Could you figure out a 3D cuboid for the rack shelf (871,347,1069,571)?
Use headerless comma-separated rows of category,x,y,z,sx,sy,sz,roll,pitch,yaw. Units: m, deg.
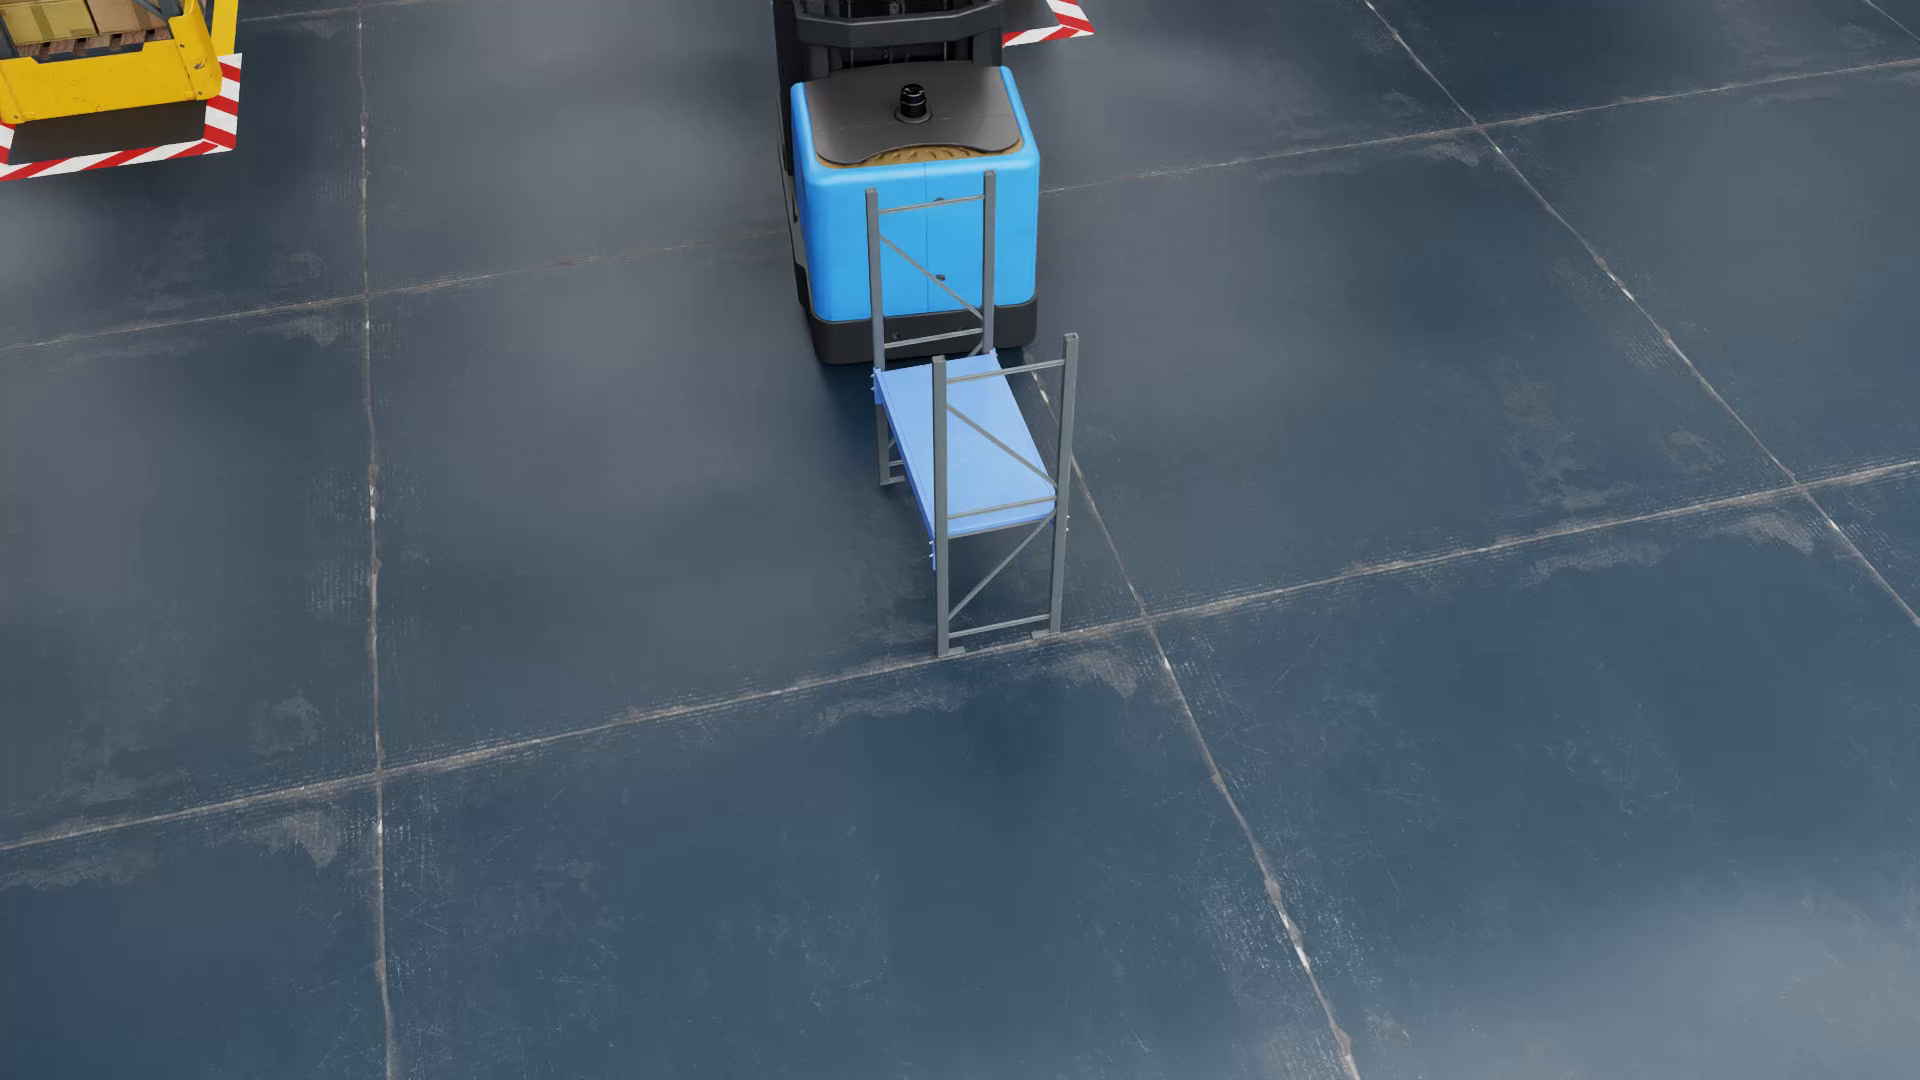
rack shelf,0.022,-0.340,6.536,0.538,0.185,1.000,-11,47,-10

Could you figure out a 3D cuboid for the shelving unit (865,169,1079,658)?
shelving unit,0.022,-0.466,6.407,0.538,1.500,1.048,-11,47,-10

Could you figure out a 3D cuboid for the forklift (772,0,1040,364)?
forklift,-0.376,-2.903,7.794,1.130,2.935,3.031,-6,46,-6

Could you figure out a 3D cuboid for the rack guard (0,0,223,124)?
rack guard,-4.824,-2.709,9.305,1.175,0.500,0.348,-11,47,-10

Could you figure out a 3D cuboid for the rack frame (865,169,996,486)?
rack frame,-0.108,-0.817,6.751,0.500,1.500,0.032,-11,47,-10

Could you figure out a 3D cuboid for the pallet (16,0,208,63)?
pallet,-5.066,-3.145,9.935,1.003,0.211,1.213,-11,47,-10

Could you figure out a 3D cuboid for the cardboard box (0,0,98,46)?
cardboard box,-5.253,-3.101,9.571,0.500,0.250,0.500,-11,47,-10

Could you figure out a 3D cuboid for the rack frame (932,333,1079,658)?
rack frame,0.152,-0.115,6.063,0.500,1.500,0.032,-11,47,-10

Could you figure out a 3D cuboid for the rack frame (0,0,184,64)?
rack frame,-4.830,-3.600,8.429,1.000,3.000,0.127,-11,47,-10

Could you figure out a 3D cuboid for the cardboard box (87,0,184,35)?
cardboard box,-4.752,-3.196,9.664,0.500,0.250,0.500,-11,47,-10
